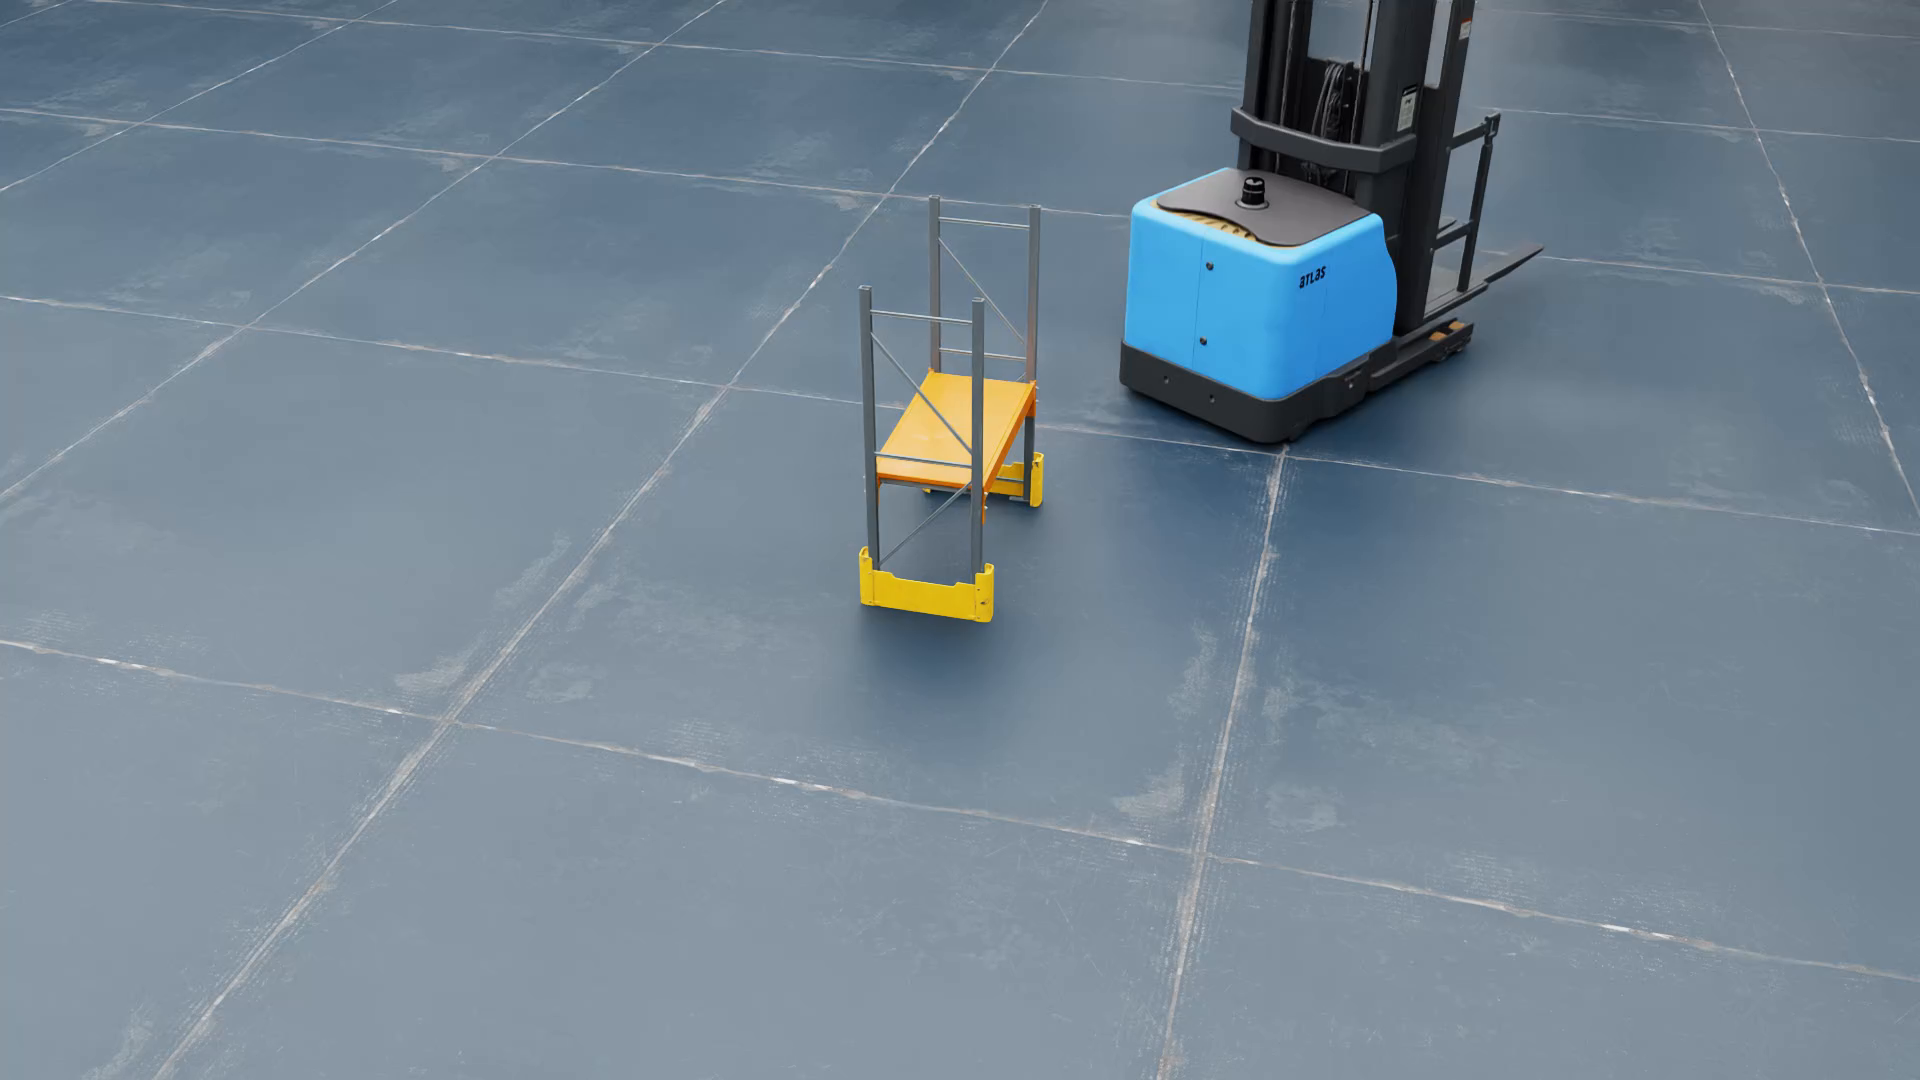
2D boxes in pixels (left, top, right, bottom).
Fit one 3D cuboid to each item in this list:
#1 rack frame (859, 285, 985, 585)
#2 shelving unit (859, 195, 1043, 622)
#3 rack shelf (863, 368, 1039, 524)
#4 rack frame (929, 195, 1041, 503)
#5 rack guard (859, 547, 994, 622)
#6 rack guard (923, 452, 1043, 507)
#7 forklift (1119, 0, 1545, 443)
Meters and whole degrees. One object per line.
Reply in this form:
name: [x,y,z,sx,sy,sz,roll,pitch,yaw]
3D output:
rack frame: [-0.151,-0.325,6.863,0.500,1.500,0.032,8,33,12]
shelving unit: [-0.019,-0.593,7.285,0.587,1.500,1.083,8,33,12]
rack shelf: [-0.022,-0.437,7.374,0.538,0.185,1.000,8,33,12]
rack frame: [0.107,-0.852,7.693,0.500,1.500,0.032,8,33,12]
rack guard: [-0.146,0.192,7.214,0.587,0.250,0.087,8,33,12]
rack guard: [0.107,-0.324,8.027,0.587,0.250,0.087,8,33,12]
forklift: [2.263,-2.410,8.809,3.031,2.935,1.130,-28,42,-36]
